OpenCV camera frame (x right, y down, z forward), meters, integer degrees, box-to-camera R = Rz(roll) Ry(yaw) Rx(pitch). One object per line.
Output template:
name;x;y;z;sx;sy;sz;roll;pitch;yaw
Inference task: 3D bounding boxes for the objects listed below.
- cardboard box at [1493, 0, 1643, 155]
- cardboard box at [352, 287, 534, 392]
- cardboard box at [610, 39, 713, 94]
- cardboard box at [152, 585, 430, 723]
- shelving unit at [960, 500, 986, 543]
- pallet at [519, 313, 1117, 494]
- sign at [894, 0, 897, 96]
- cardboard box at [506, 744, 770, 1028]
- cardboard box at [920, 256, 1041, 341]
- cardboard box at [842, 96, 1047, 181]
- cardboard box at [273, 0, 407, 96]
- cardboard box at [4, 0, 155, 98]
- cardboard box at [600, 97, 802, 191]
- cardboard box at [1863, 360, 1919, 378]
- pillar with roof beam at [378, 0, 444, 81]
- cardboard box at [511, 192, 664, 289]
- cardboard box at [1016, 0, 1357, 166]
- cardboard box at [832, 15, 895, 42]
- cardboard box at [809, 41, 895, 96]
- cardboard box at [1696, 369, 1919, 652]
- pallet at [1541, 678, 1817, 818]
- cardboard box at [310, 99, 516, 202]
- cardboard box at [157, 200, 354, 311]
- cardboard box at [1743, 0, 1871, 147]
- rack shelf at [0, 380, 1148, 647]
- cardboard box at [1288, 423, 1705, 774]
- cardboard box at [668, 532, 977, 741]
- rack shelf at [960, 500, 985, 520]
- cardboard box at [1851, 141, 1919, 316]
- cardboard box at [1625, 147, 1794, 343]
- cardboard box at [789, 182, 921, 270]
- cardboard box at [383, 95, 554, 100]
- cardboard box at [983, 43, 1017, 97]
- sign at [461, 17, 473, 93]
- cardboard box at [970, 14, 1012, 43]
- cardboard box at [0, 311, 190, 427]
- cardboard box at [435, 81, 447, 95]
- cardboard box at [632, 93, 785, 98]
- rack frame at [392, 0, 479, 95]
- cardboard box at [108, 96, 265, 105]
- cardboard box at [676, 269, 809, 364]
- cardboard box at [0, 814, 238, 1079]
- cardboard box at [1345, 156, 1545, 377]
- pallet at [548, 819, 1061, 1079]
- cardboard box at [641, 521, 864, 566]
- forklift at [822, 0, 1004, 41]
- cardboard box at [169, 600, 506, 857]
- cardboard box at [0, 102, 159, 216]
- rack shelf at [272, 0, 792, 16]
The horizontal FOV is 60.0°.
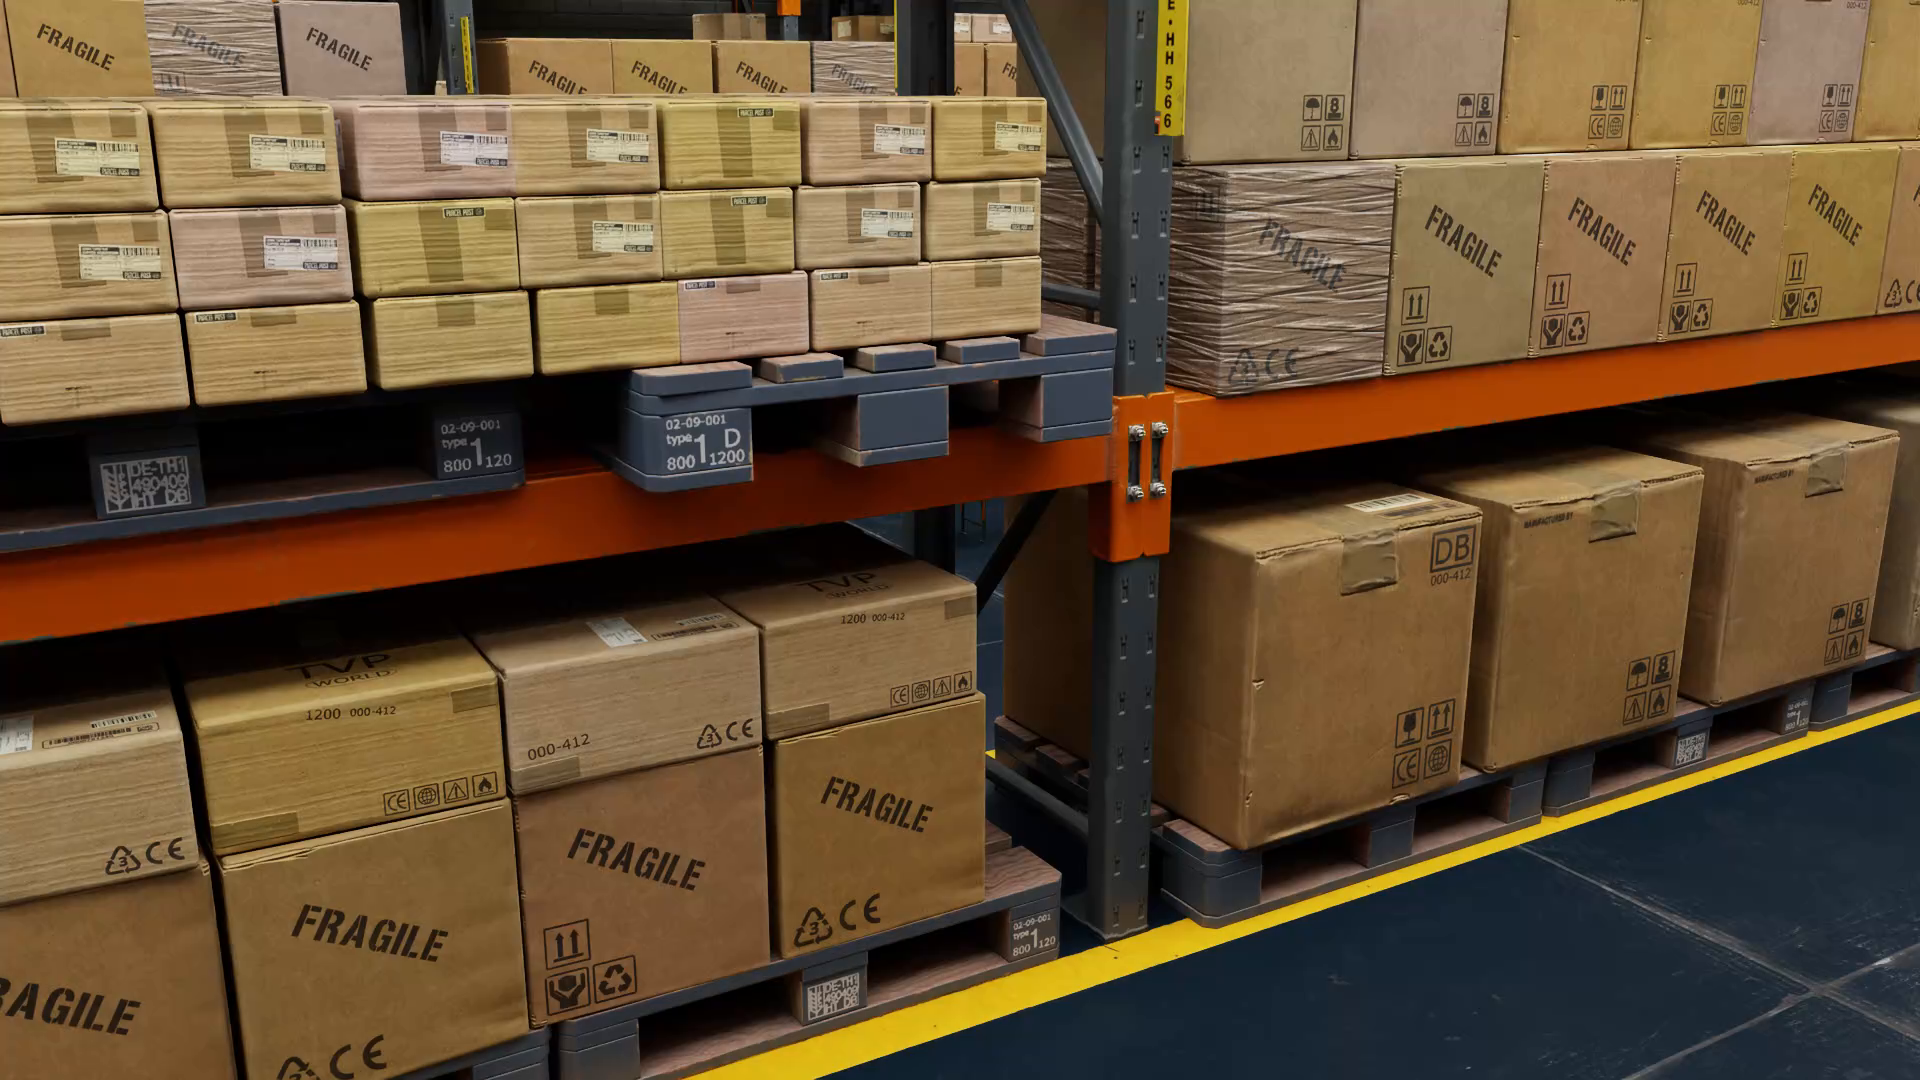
cardboard box;1.407;-1.335;4.578;0.500;0.500;0.700;-10;18;-31
cardboard box;-0.920;-0.368;2.852;0.250;0.149;0.380;-10;19;-32
cardboard box;-1.543;-2.211;8.226;0.500;0.500;0.500;-8;18;-27
cardboard box;-1.436;0.213;3.555;0.500;0.250;0.500;-9;18;-29
shelving unit;-0.046;-0.498;7.242;0.252;1.050;0.215;-9;18;-30
pallet;-0.411;-0.387;3.589;1.003;0.211;1.213;-9;18;-30
sign;-0.143;-1.289;4.304;0.005;0.325;0.100;-9;18;-30
cardboard box;-0.731;0.622;3.488;0.500;0.500;0.500;-8;18;-27
cardboard box;-0.041;-0.509;3.357;0.250;0.149;0.380;-9;18;-29
cardboard box;-0.039;-0.797;3.280;0.250;0.149;0.380;-10;19;-32
cardboard box;-2.799;-2.132;7.419;0.500;0.500;0.500;-10;18;-31
cardboard box;-3.664;-1.991;6.917;0.500;0.500;0.500;-9;18;-30
cardboard box;-0.480;-0.726;3.027;0.250;0.149;0.380;-9;18;-28
cardboard box;4.149;-0.410;6.472;0.875;0.875;0.875;-9;18;-29
pillar with roof beam;-2.180;-5.165;9.162;0.400;9.000;9.100;-9;18;-30
cardboard box;-0.710;-0.544;2.930;0.250;0.149;0.380;-9;18;-30
cardboard box;0.535;-1.193;4.070;0.500;0.500;0.700;-9;18;-30
cardboard box;-0.525;-2.838;9.260;0.250;0.149;0.380;-8;18;-27
cardboard box;-0.658;-2.354;8.736;0.500;0.500;0.500;-10;19;-32
cardboard box;3.088;-0.171;5.853;0.750;0.750;1.050;-9;18;-30
pallet;1.905;0.479;5.310;1.213;0.211;1.003;-9;18;-30
cardboard box;-0.916;-0.656;2.777;0.250;0.149;0.380;-9;18;-30
cardboard box;-1.148;-0.474;2.679;0.250;0.149;0.380;-9;18;-28
cardboard box;2.278;-1.476;5.081;0.500;0.500;0.700;-9;18;-29
rack shelf;-1.569;0.021;3.109;4.000;0.370;1.077;-9;18;-30
cardboard box;1.461;0.092;4.915;0.750;0.750;1.050;-9;18;-29
cardboard box;-0.306;0.193;3.628;0.500;0.250;0.500;-10;18;-31
rack shelf;-0.046;-0.220;7.319;0.240;0.259;0.215;-9;18;-30
cardboard box;2.831;-1.003;5.244;0.500;0.500;0.500;-9;18;-30
cardboard box;1.964;-0.861;4.740;0.500;0.500;0.500;-9;18;-30
cardboard box;-0.271;-0.616;3.187;0.250;0.149;0.380;-8;18;-28
cardboard box;-1.019;-0.844;3.447;0.250;0.149;0.380;-10;19;-32
cardboard box;0.236;-2.497;9.247;0.500;0.500;0.500;-9;18;-29
sign;-2.202;-2.164;7.427;0.005;0.325;0.100;-9;18;-30
cardboard box;0.075;-2.781;9.057;0.250;0.149;0.380;-10;18;-31
cardboard box;-1.375;-0.294;2.588;0.250;0.149;0.380;-10;19;-32
cardboard box;-3.972;-3.337;12.371;0.250;0.149;0.380;-9;18;-29
cardboard box;-0.579;-0.913;3.696;0.250;0.149;0.380;-10;18;-31
rack frame;-2.490;-1.734;8.040;0.127;3.000;1.000;-9;18;-30
cardboard box;-1.476;-0.768;3.179;0.250;0.149;0.380;-9;18;-28
cardboard box;-0.475;-0.440;3.108;0.250;0.149;0.380;-9;18;-29
cardboard box;-1.619;0.763;2.983;0.500;0.500;0.500;-9;18;-29
cardboard box;1.104;-0.723;4.245;0.500;0.500;0.500;-9;18;-30
pallet;-0.525;0.848;3.994;1.213;0.211;1.003;-9;18;-30
cardboard box;-0.570;0.077;4.042;0.500;0.250;0.500;-10;19;-32
forklift;-0.185;-2.912;12.368;3.031;2.935;1.130;-12;20;-36
cardboard box;-1.177;0.333;3.130;0.500;0.250;0.500;-9;18;-28
cardboard box;-1.372;-0.581;2.512;0.250;0.149;0.380;-9;18;-28
rack shelf;-3.336;-4.258;12.819;4.000;0.370;1.077;-9;18;-30
